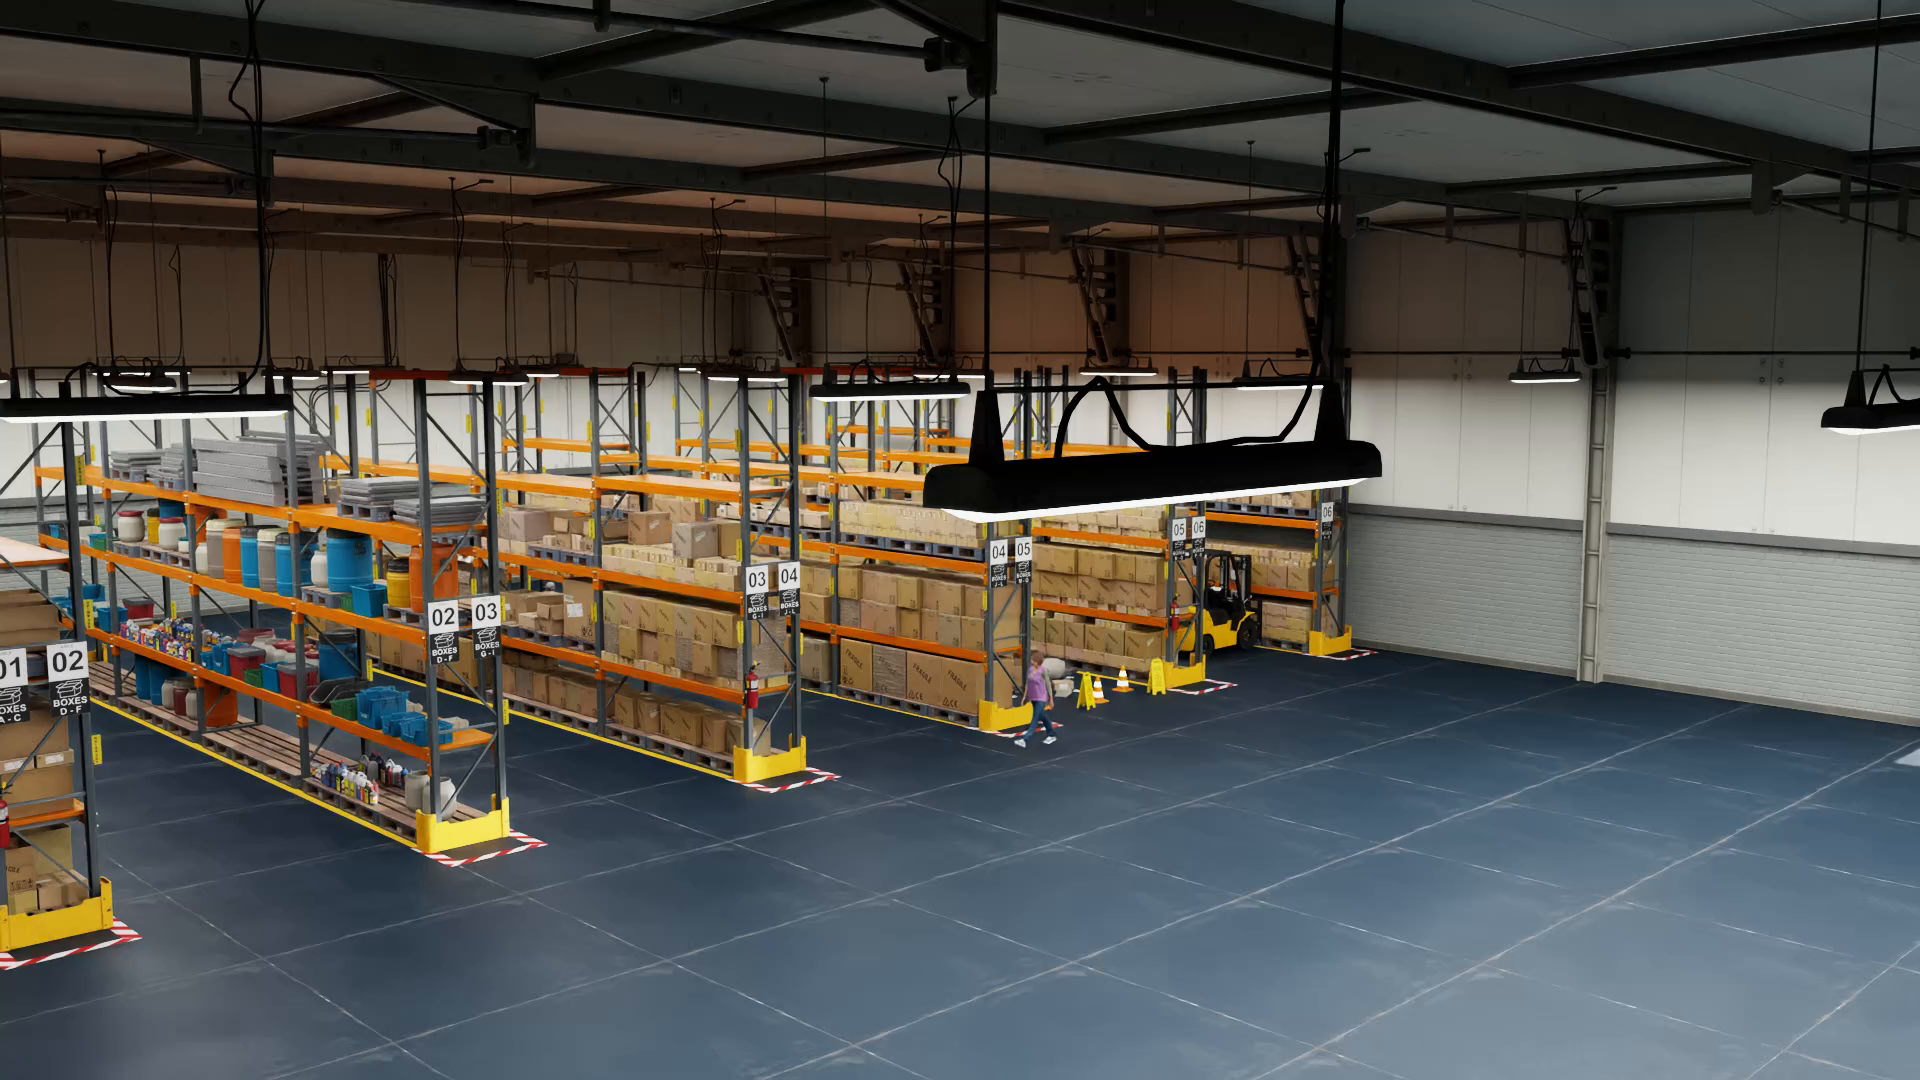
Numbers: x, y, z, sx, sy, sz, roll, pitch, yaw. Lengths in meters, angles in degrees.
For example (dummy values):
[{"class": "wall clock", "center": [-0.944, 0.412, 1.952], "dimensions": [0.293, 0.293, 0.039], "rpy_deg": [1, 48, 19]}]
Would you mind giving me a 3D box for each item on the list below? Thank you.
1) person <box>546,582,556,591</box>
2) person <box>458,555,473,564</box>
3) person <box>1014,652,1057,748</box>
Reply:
[{"class": "person", "center": [-8.346, 1.682, 33.858], "dimensions": [0.417, 1.664, 0.551], "rpy_deg": [6, 9, 43]}, {"class": "person", "center": [-11.754, 0.971, 39.586], "dimensions": [0.628, 1.781, 0.666], "rpy_deg": [2, 7, 19]}, {"class": "person", "center": [1.184, 2.550, 26.635], "dimensions": [1.006, 1.533, 0.435], "rpy_deg": [-4, 8, -35]}]
